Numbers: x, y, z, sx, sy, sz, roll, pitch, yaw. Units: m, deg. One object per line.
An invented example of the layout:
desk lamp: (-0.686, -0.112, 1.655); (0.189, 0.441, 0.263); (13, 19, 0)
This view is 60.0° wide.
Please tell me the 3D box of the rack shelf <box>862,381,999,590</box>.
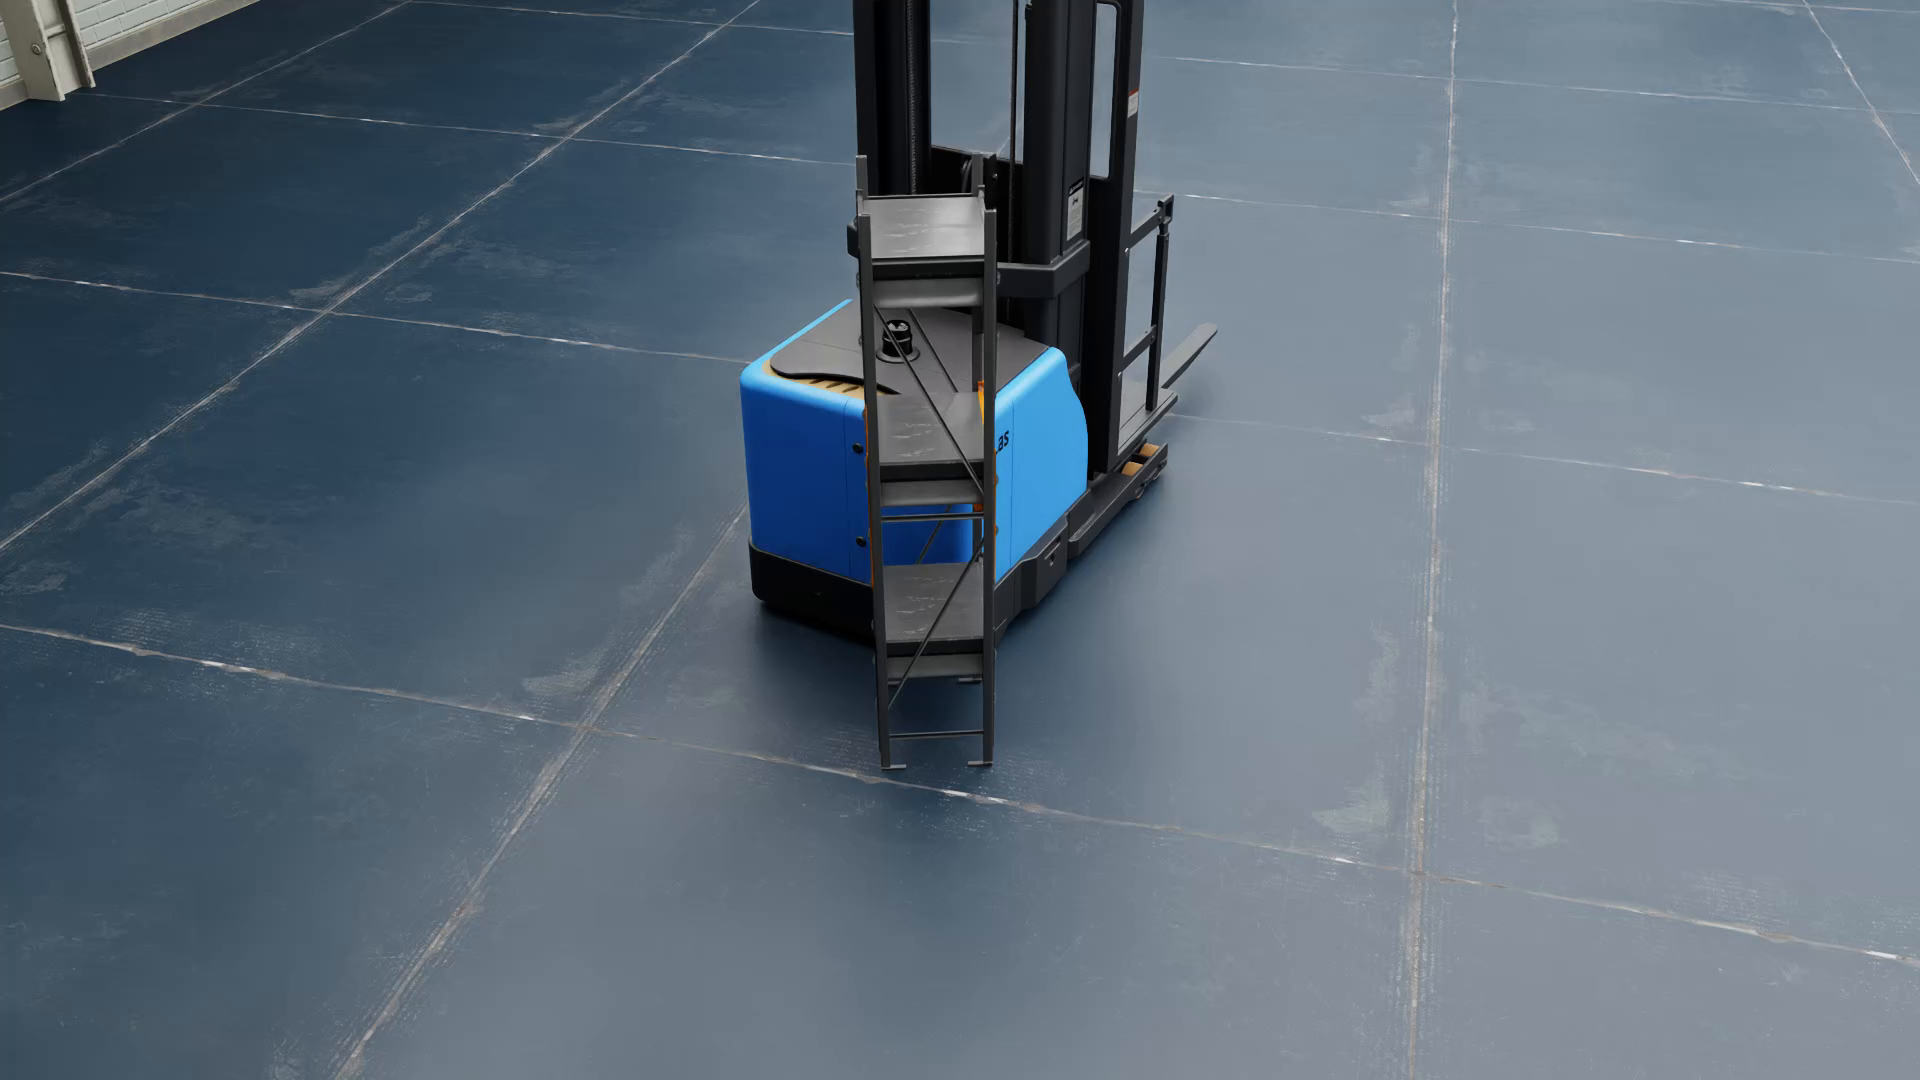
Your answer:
rack shelf: (-0.105, -0.189, 5.609); (0.431, 0.518, 0.480); (-2, 33, -3)

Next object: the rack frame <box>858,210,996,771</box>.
rack frame: (-0.089, -0.068, 5.397); (0.400, 2.100, 0.015); (-2, 33, -3)

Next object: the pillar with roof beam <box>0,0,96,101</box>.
pillar with roof beam: (-2.640, -6.606, 9.254); (9.100, 9.000, 0.400); (8, 33, 12)

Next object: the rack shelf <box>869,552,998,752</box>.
rack shelf: (-0.101, 0.399, 5.989); (0.431, 0.518, 0.480); (-2, 33, -3)

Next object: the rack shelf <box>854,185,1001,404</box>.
rack shelf: (-0.109, -0.777, 5.229); (0.431, 0.518, 0.480); (-2, 33, -3)

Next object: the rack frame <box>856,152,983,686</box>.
rack frame: (-0.122, -0.332, 5.806); (0.400, 2.100, 0.015); (-2, 33, -3)

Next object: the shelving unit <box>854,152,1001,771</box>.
shelving unit: (-0.105, -0.200, 5.602); (0.431, 2.100, 0.503); (-2, 33, -3)

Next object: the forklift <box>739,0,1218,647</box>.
forklift: (0.304, -1.532, 6.927); (1.130, 2.935, 3.031); (17, 36, 24)
